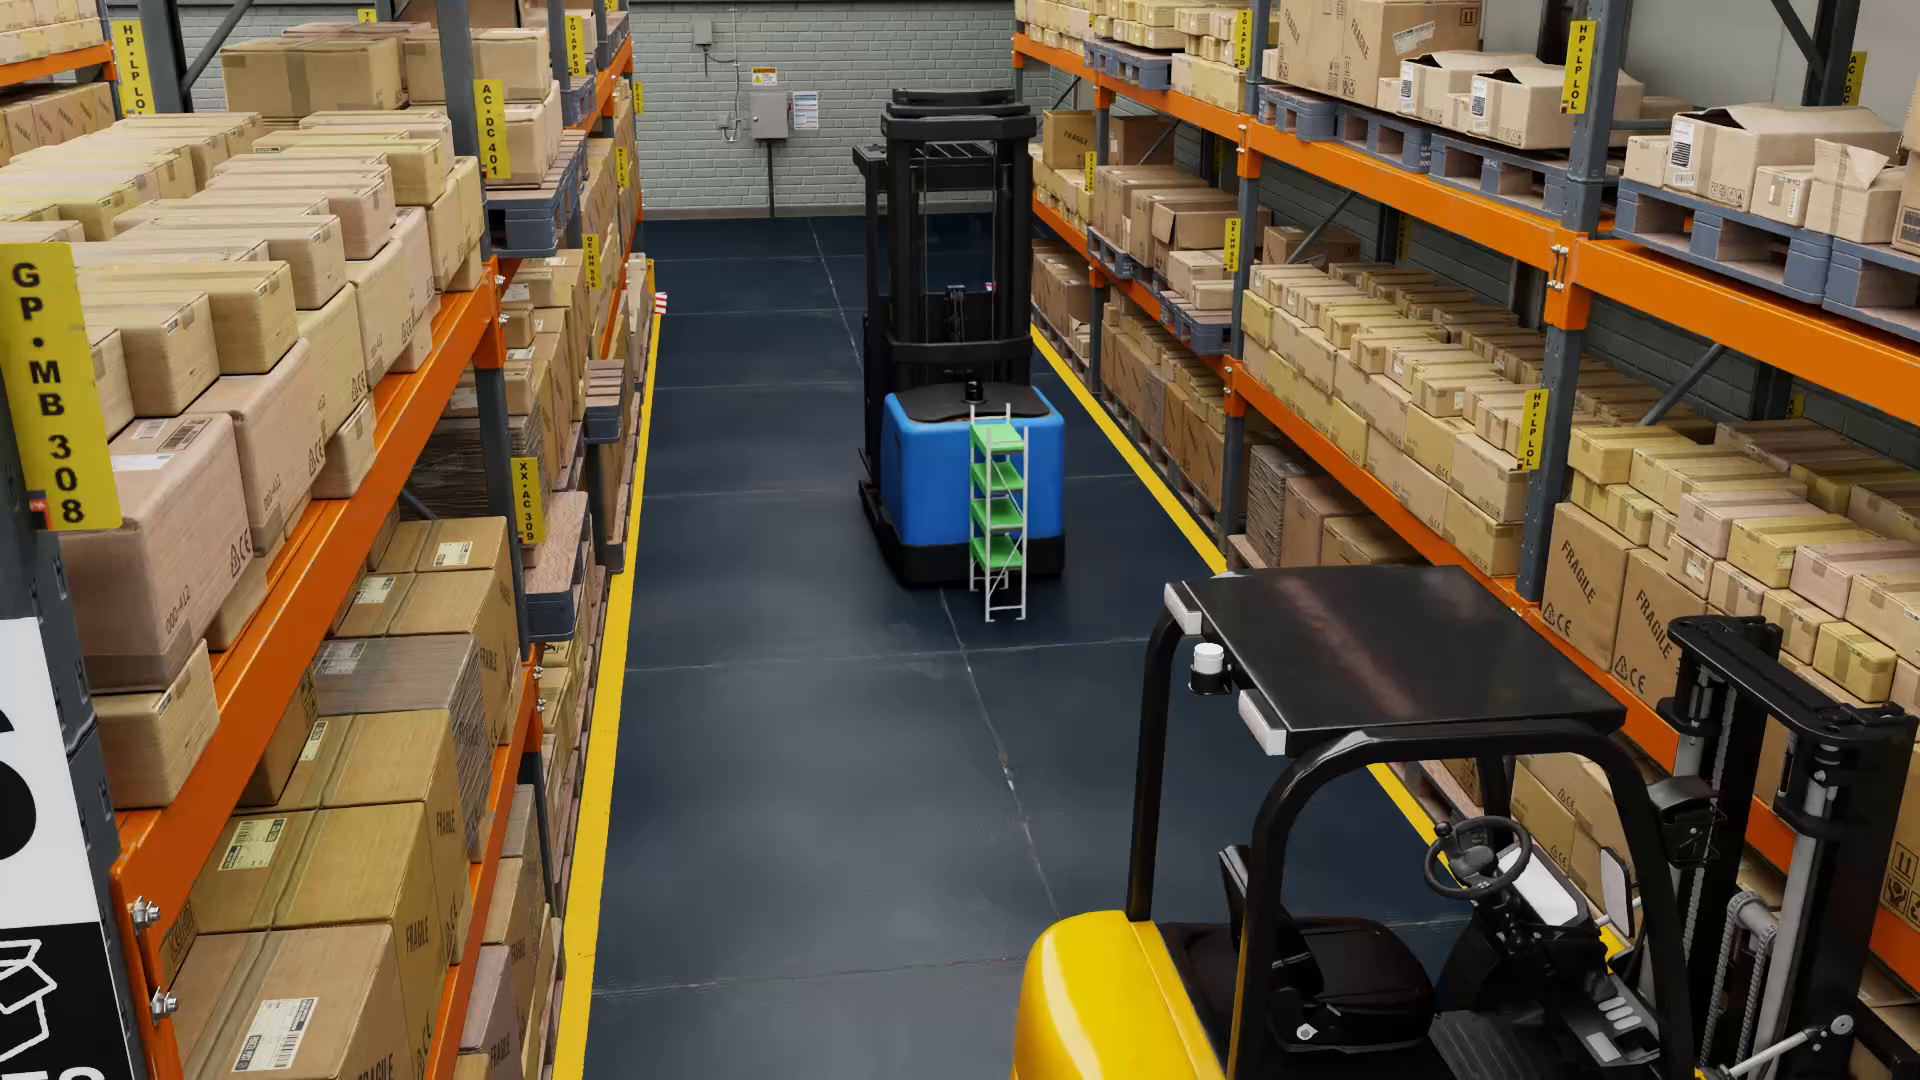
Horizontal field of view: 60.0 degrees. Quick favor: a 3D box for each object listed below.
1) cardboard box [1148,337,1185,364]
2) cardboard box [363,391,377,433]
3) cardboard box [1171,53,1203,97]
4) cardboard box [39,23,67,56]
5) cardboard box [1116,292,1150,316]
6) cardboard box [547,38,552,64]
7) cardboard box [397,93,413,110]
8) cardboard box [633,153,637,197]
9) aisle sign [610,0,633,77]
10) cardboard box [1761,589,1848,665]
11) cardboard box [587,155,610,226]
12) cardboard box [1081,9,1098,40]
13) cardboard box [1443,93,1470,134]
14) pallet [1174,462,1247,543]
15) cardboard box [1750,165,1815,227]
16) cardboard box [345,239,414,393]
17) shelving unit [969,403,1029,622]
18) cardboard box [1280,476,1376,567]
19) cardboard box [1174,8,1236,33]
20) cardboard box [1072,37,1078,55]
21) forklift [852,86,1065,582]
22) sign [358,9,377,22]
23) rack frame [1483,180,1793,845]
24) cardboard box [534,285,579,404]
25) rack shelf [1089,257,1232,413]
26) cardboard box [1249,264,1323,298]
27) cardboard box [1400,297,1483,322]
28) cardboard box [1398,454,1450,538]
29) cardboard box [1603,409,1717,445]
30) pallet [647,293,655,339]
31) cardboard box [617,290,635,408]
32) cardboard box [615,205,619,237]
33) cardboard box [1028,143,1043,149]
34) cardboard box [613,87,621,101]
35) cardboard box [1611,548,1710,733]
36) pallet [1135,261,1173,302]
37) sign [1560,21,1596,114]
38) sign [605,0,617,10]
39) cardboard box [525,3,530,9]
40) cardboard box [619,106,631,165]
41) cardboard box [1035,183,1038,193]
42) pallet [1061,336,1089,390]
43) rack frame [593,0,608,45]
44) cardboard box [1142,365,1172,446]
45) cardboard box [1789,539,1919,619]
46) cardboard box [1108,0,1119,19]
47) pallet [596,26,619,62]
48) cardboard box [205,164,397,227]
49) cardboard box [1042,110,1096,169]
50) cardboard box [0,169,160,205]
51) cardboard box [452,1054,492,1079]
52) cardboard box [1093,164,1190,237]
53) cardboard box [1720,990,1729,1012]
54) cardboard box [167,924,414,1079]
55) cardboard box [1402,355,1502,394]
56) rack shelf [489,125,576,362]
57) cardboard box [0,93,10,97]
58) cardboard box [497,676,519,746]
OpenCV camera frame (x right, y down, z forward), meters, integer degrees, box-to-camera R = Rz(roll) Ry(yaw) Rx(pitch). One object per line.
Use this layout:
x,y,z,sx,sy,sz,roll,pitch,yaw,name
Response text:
1.678,-1.472,12.915,0.380,0.149,0.250,-2,21,-6,cardboard box
-1.537,-0.278,3.744,0.380,0.149,0.250,-3,21,-9,cardboard box
1.757,-3.192,11.401,0.500,0.250,0.500,-3,21,-8,cardboard box
-8.265,-4.420,14.689,0.500,0.250,0.500,-2,21,-5,cardboard box
1.513,-1.973,13.831,0.380,0.149,0.250,-4,21,-10,cardboard box
-2.850,-3.323,11.271,0.380,0.166,0.250,-1,21,-3,cardboard box
-2.414,-1.609,6.565,0.500,0.250,0.500,-3,21,-7,cardboard box
-3.459,-3.581,16.373,0.500,0.500,0.500,-3,21,-9,cardboard box
-3.552,-5.121,16.923,0.394,0.787,0.004,-3,21,-8,aisle sign
2.735,0.259,5.167,0.380,0.149,0.250,-4,21,-9,cardboard box
-2.823,-2.495,12.038,0.500,0.500,0.500,-2,21,-6,cardboard box
1.322,-4.358,14.098,0.500,0.250,0.500,-3,21,-8,cardboard box
2.334,-1.855,7.226,0.380,0.149,0.250,-3,21,-8,cardboard box
2.146,-0.298,11.712,1.003,0.211,1.213,-3,21,-8,pallet
2.668,-1.053,5.078,0.380,0.149,0.250,-2,21,-6,cardboard box
-1.567,-0.515,3.810,0.500,0.250,0.500,-2,21,-7,cardboard box
0.225,-0.166,9.947,0.258,1.200,0.503,-4,21,-10,shelving unit
2.395,0.014,9.685,0.875,0.625,0.625,-2,21,-6,cardboard box
1.687,-3.558,11.388,0.380,0.149,0.250,-3,21,-8,cardboard box
1.202,-4.390,14.754,0.380,0.149,0.250,-3,21,-8,cardboard box
-0.116,-1.590,11.284,1.130,2.935,3.031,-4,21,-10,forklift
-3.245,-2.752,9.157,0.100,0.325,0.005,-3,21,-8,sign
2.793,0.041,6.819,1.000,3.000,0.127,-3,21,-8,rack frame
-2.195,-0.979,8.381,0.500,0.500,0.500,-4,21,-11,cardboard box
1.928,-1.699,12.507,1.077,0.370,4.000,-3,21,-8,rack shelf
1.971,-1.569,10.061,0.380,0.149,0.250,-2,21,-6,cardboard box
2.654,-1.239,9.175,0.380,0.149,0.250,-3,21,-8,cardboard box
2.384,-0.224,7.743,0.500,0.250,0.500,-3,21,-8,cardboard box
2.955,-0.442,7.043,0.380,0.149,0.250,-3,21,-9,cardboard box
-3.655,-2.283,17.027,1.003,0.211,1.213,-3,21,-8,pallet
-3.103,-1.468,13.296,0.875,0.875,0.875,-2,21,-6,cardboard box
-2.967,-2.501,13.124,0.500,0.250,0.500,-3,21,-8,cardboard box
0.862,-4.012,17.461,0.500,0.250,0.500,-3,21,-7,cardboard box
-3.360,-4.128,15.482,0.380,0.149,0.250,-2,21,-6,cardboard box
2.690,0.340,5.874,0.500,0.500,0.500,-3,21,-7,cardboard box
1.932,-1.927,12.363,1.003,0.211,1.213,-3,21,-8,pallet
2.257,-1.723,6.067,0.100,0.325,0.005,-3,21,-8,sign
-2.736,-4.303,12.973,0.100,0.325,0.005,-3,21,-8,sign
-3.680,-4.268,13.518,0.396,0.266,0.258,-2,21,-6,cardboard box
-3.300,-3.697,15.257,0.500,0.500,0.500,-3,21,-8,cardboard box
0.970,-3.603,16.934,0.380,0.149,0.250,-2,21,-6,cardboard box
1.542,-1.660,15.360,1.003,0.211,1.213,-3,21,-8,pallet
-3.271,-5.288,12.512,1.000,3.000,0.127,-3,21,-8,rack frame
1.710,-1.039,12.683,0.500,0.500,0.500,-4,21,-10,cardboard box
2.810,0.118,5.117,0.380,0.149,0.250,-3,21,-8,cardboard box
1.352,-4.095,12.797,0.380,0.149,0.250,-3,21,-9,cardboard box
-3.379,-4.125,13.812,1.003,0.211,1.213,-3,21,-8,pallet
-1.603,-0.824,4.067,0.380,0.149,0.250,-3,21,-7,cardboard box
1.079,-3.844,15.939,0.500,0.500,0.500,-2,21,-6,cardboard box
-2.154,-0.795,3.989,0.380,0.149,0.250,-3,21,-9,cardboard box
-1.532,1.761,4.471,0.500,0.500,0.500,-3,21,-7,cardboard box
1.488,-2.794,13.666,0.700,0.500,0.500,-2,21,-6,cardboard box
2.765,1.605,5.247,0.500,0.250,0.500,-3,21,-8,cardboard box
-1.413,1.134,3.324,0.500,0.500,0.500,-2,21,-6,cardboard box
2.341,-0.771,7.923,0.380,0.149,0.250,-3,21,-9,cardboard box
-2.407,-1.468,7.601,1.077,0.370,4.000,-3,21,-8,rack shelf
-8.798,-3.708,14.859,0.500,0.500,0.500,-3,21,-9,cardboard box
-1.728,0.592,5.702,0.380,0.149,0.250,-2,21,-7,cardboard box
